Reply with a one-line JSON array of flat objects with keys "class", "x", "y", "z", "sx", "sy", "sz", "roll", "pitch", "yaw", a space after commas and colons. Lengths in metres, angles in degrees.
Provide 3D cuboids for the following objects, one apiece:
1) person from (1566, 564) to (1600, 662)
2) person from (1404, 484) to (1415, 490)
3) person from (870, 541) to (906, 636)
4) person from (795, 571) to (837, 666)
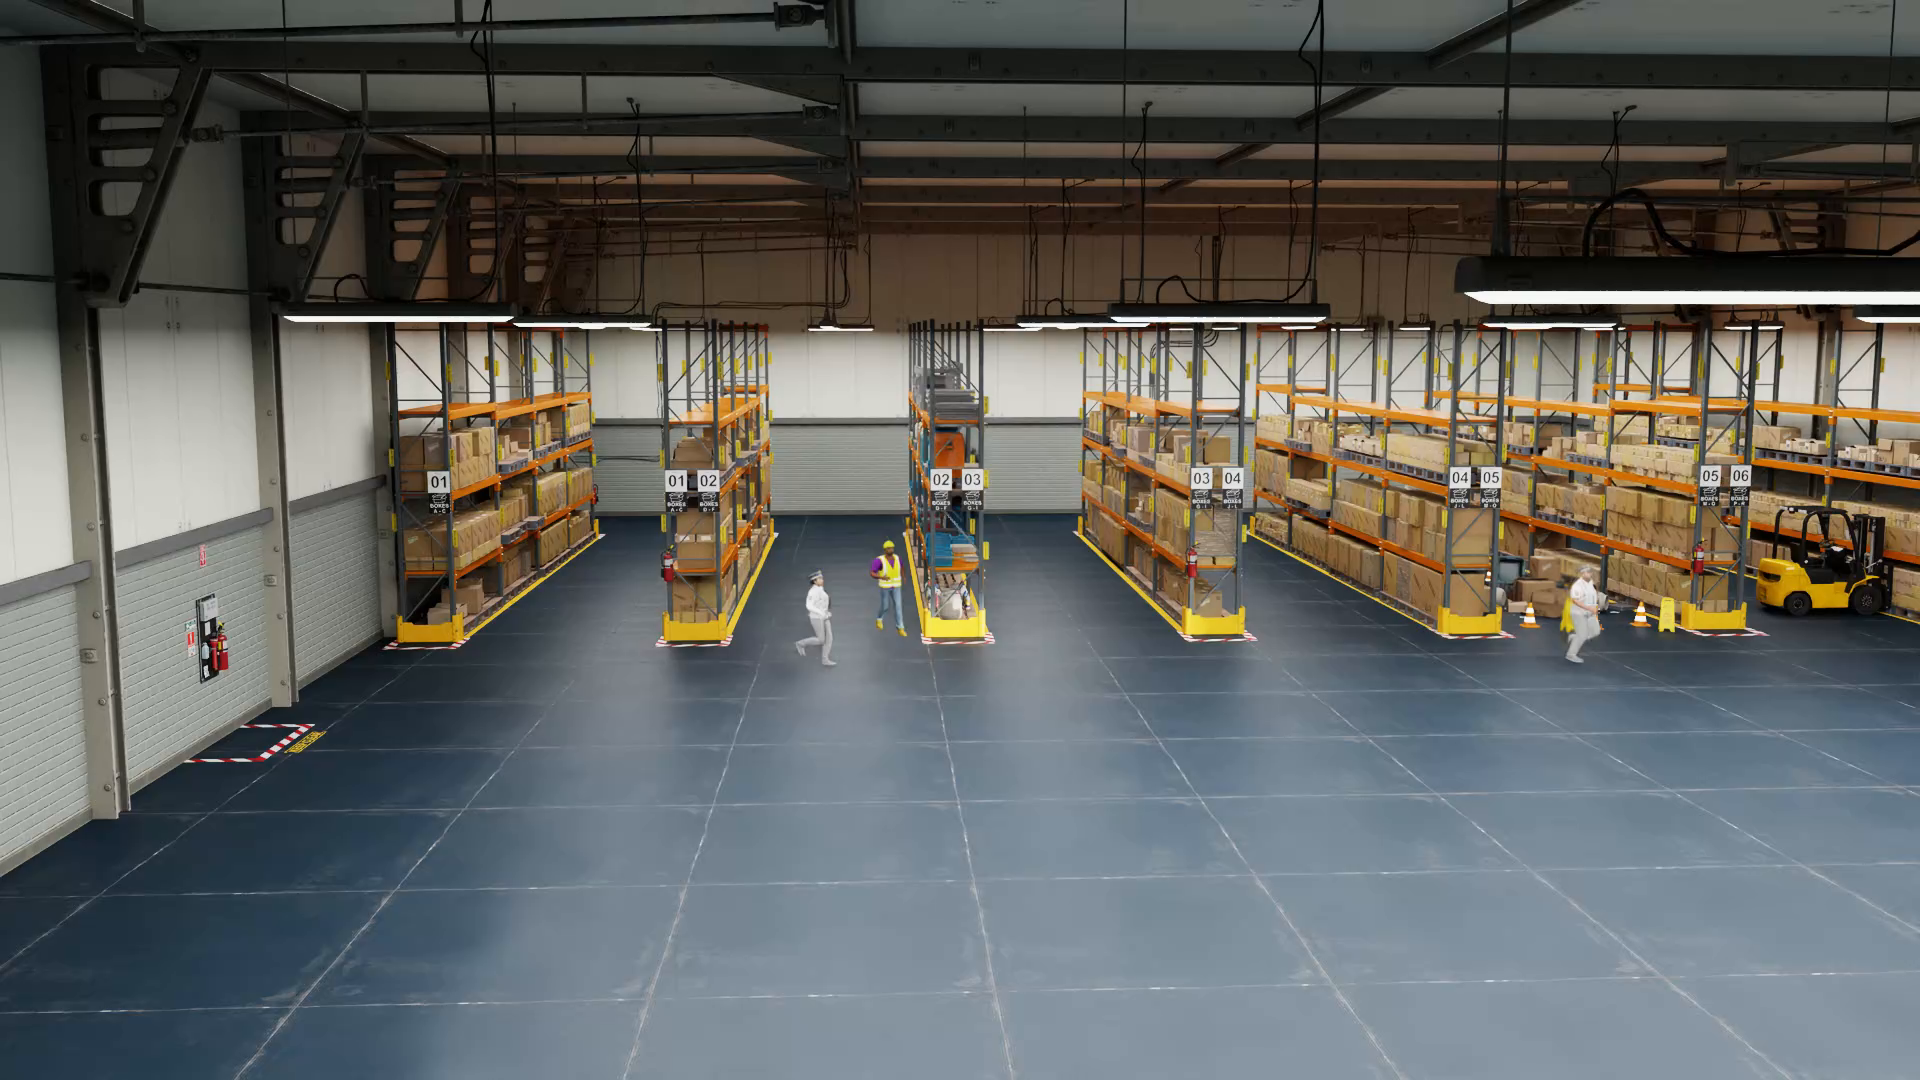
[{"class": "person", "x": 10.970, "y": 1.275, "z": 29.139, "sx": 0.693, "sy": 1.747, "sz": 0.618, "roll": -6, "pitch": 9, "yaw": -38}, {"class": "person", "x": 13.301, "y": -1.260, "z": 49.588, "sx": 0.599, "sy": 1.731, "sz": 0.732, "roll": 3, "pitch": 8, "yaw": 24}, {"class": "person", "x": -1.337, "y": 0.888, "z": 31.425, "sx": 0.746, "sy": 1.753, "sz": 0.972, "roll": -3, "pitch": 8, "yaw": -22}, {"class": "person", "x": -2.476, "y": 1.346, "z": 28.826, "sx": 0.742, "sy": 1.661, "sz": 0.617, "roll": 2, "pitch": 7, "yaw": 17}]
